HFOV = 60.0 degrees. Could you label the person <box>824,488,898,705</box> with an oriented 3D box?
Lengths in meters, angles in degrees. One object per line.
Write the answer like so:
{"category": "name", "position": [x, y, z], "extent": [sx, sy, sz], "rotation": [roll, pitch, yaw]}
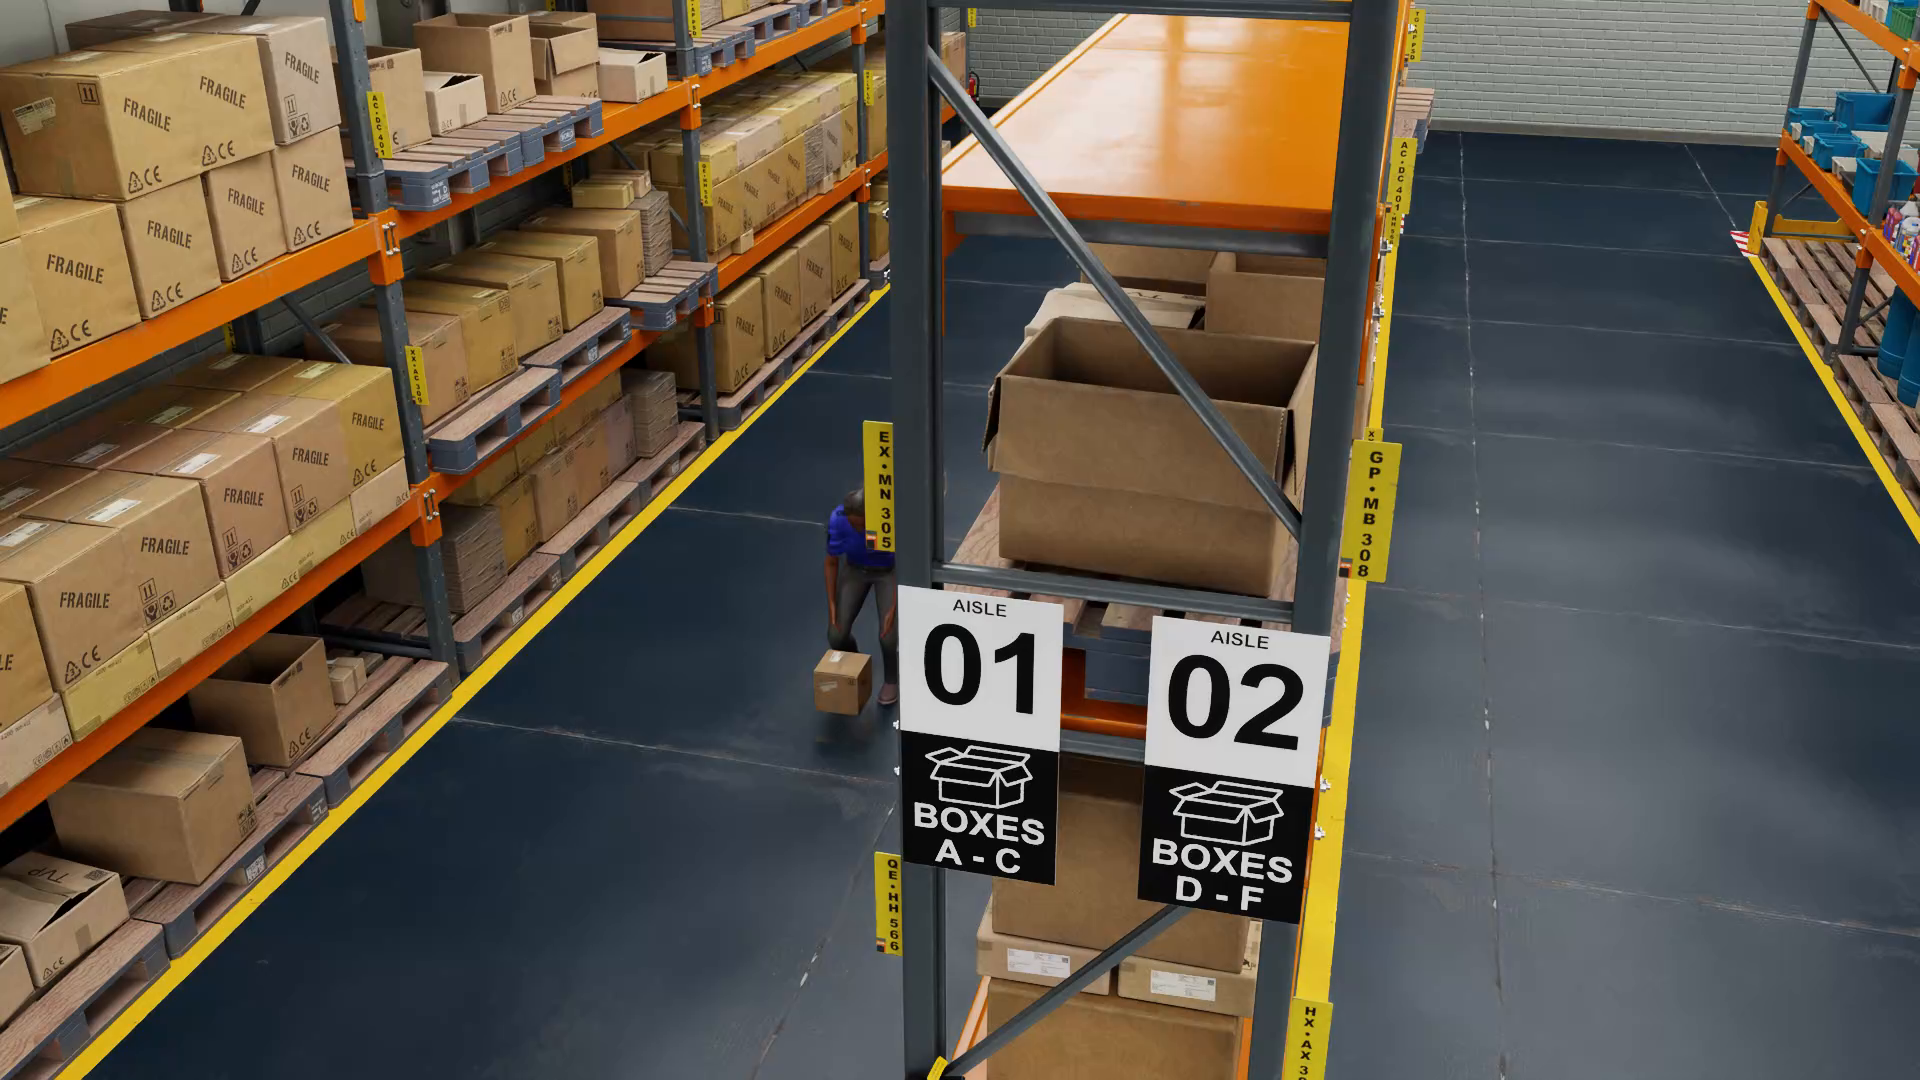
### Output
{"category": "person", "position": [-0.494, 0.277, 9.358], "extent": [0.495, 1.390, 0.616], "rotation": [6, 26, 13]}
